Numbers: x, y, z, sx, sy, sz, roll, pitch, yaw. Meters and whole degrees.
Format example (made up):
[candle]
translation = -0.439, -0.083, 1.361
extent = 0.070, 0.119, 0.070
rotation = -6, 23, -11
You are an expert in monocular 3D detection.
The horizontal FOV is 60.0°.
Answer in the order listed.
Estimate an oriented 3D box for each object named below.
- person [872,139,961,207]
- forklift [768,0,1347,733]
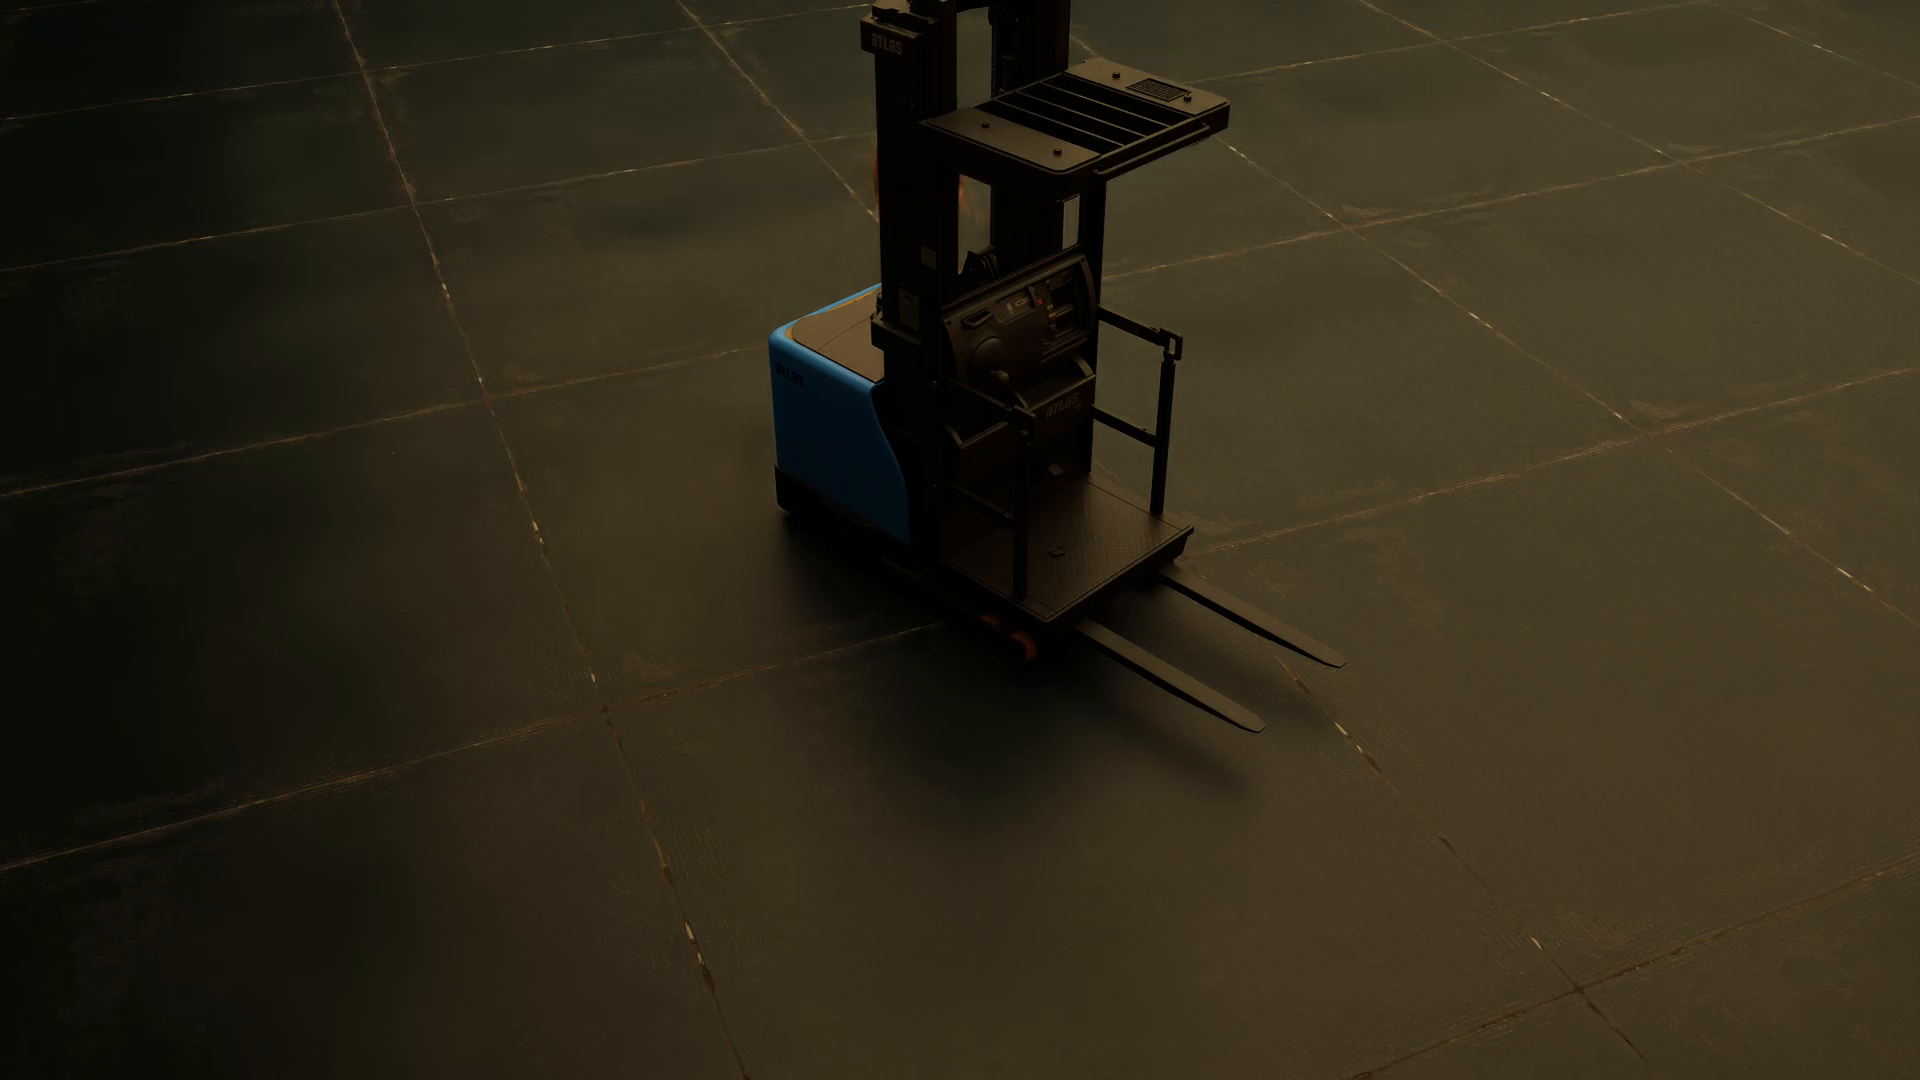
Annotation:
[person]
translation = -0.257, -2.150, 10.194
extent = 0.553, 1.674, 0.549
rotation = -2, 35, -3
[forklift]
translation = 0.432, -0.946, 7.429
extent = 3.031, 2.935, 1.130
rotation = 30, 45, 35
